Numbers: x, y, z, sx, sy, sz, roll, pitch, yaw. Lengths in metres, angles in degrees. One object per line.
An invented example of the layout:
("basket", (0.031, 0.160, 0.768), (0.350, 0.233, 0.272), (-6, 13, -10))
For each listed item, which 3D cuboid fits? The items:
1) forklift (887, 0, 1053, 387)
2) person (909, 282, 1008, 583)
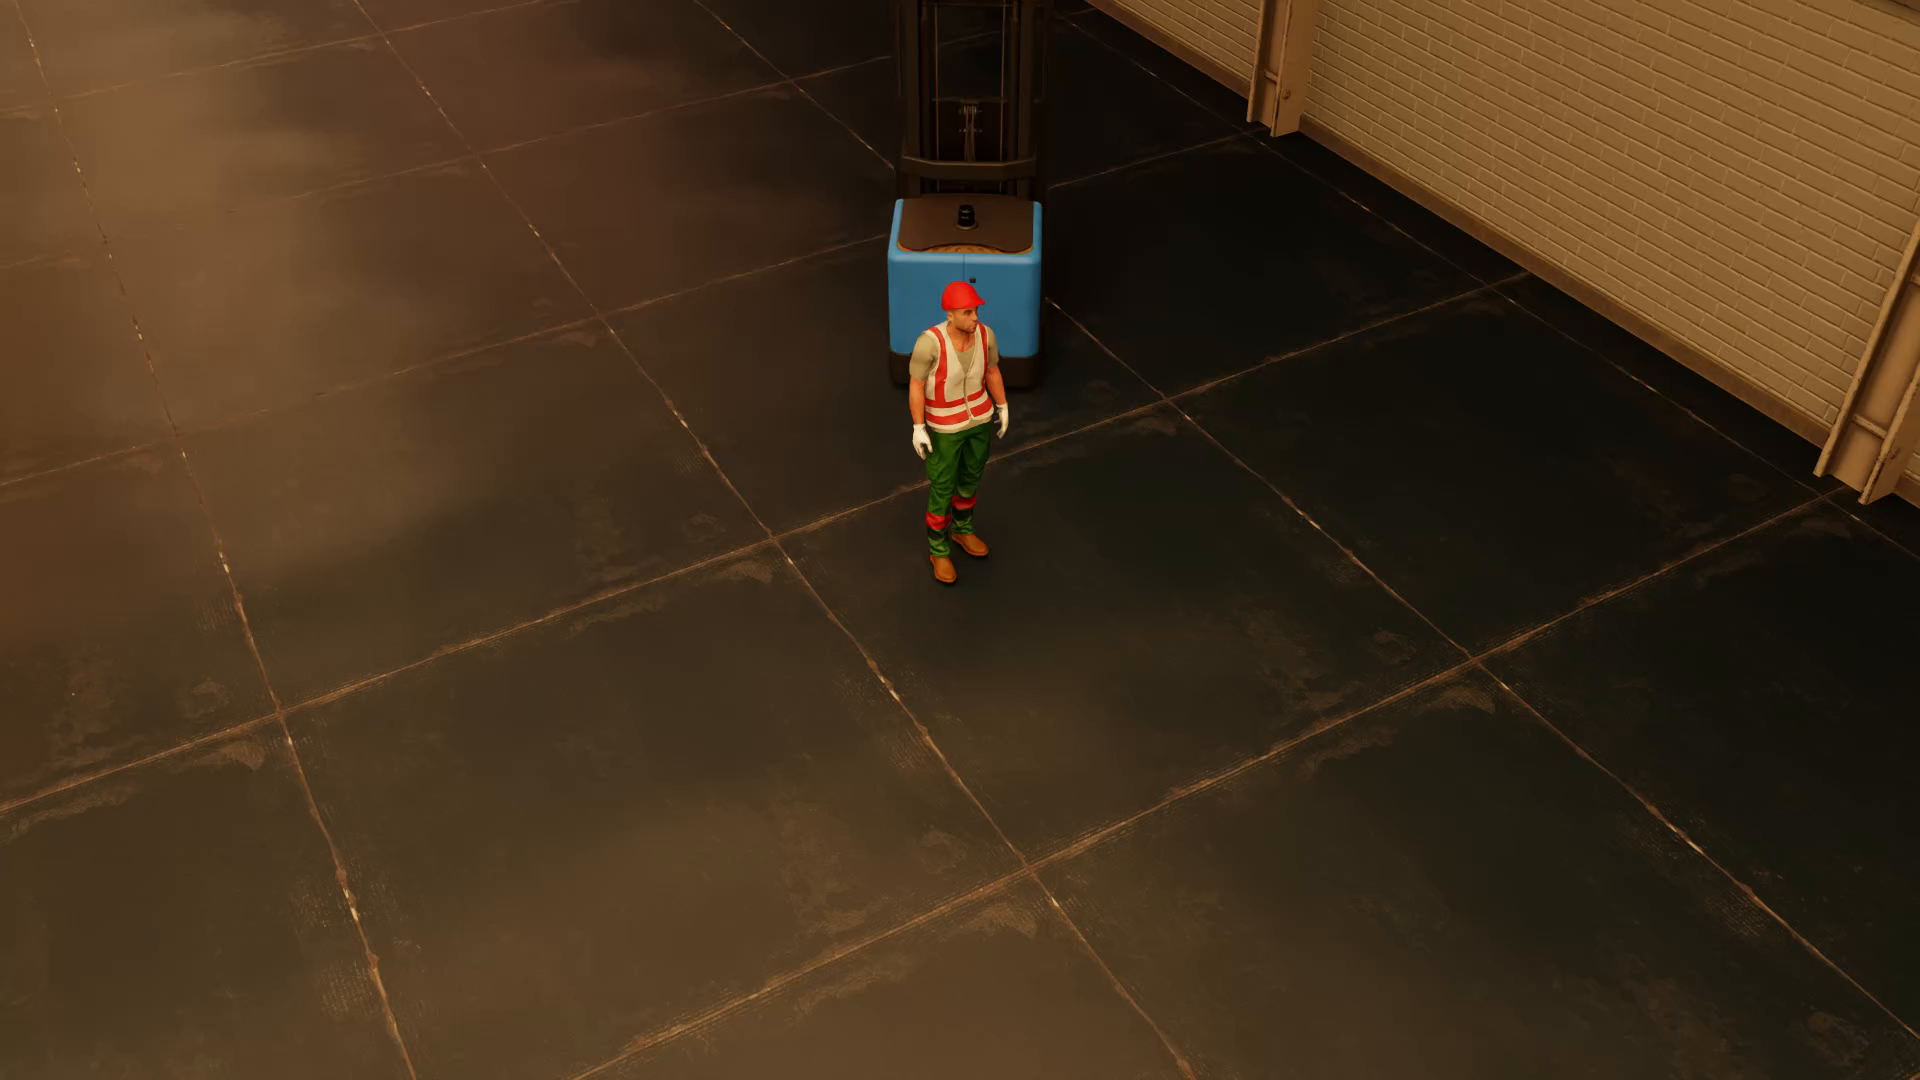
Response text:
("forklift", (0.090, -3.107, 11.782), (1.130, 2.935, 3.031), (2, 40, 2))
("person", (0.030, -0.644, 9.699), (0.637, 1.785, 0.562), (-20, 44, -23))
